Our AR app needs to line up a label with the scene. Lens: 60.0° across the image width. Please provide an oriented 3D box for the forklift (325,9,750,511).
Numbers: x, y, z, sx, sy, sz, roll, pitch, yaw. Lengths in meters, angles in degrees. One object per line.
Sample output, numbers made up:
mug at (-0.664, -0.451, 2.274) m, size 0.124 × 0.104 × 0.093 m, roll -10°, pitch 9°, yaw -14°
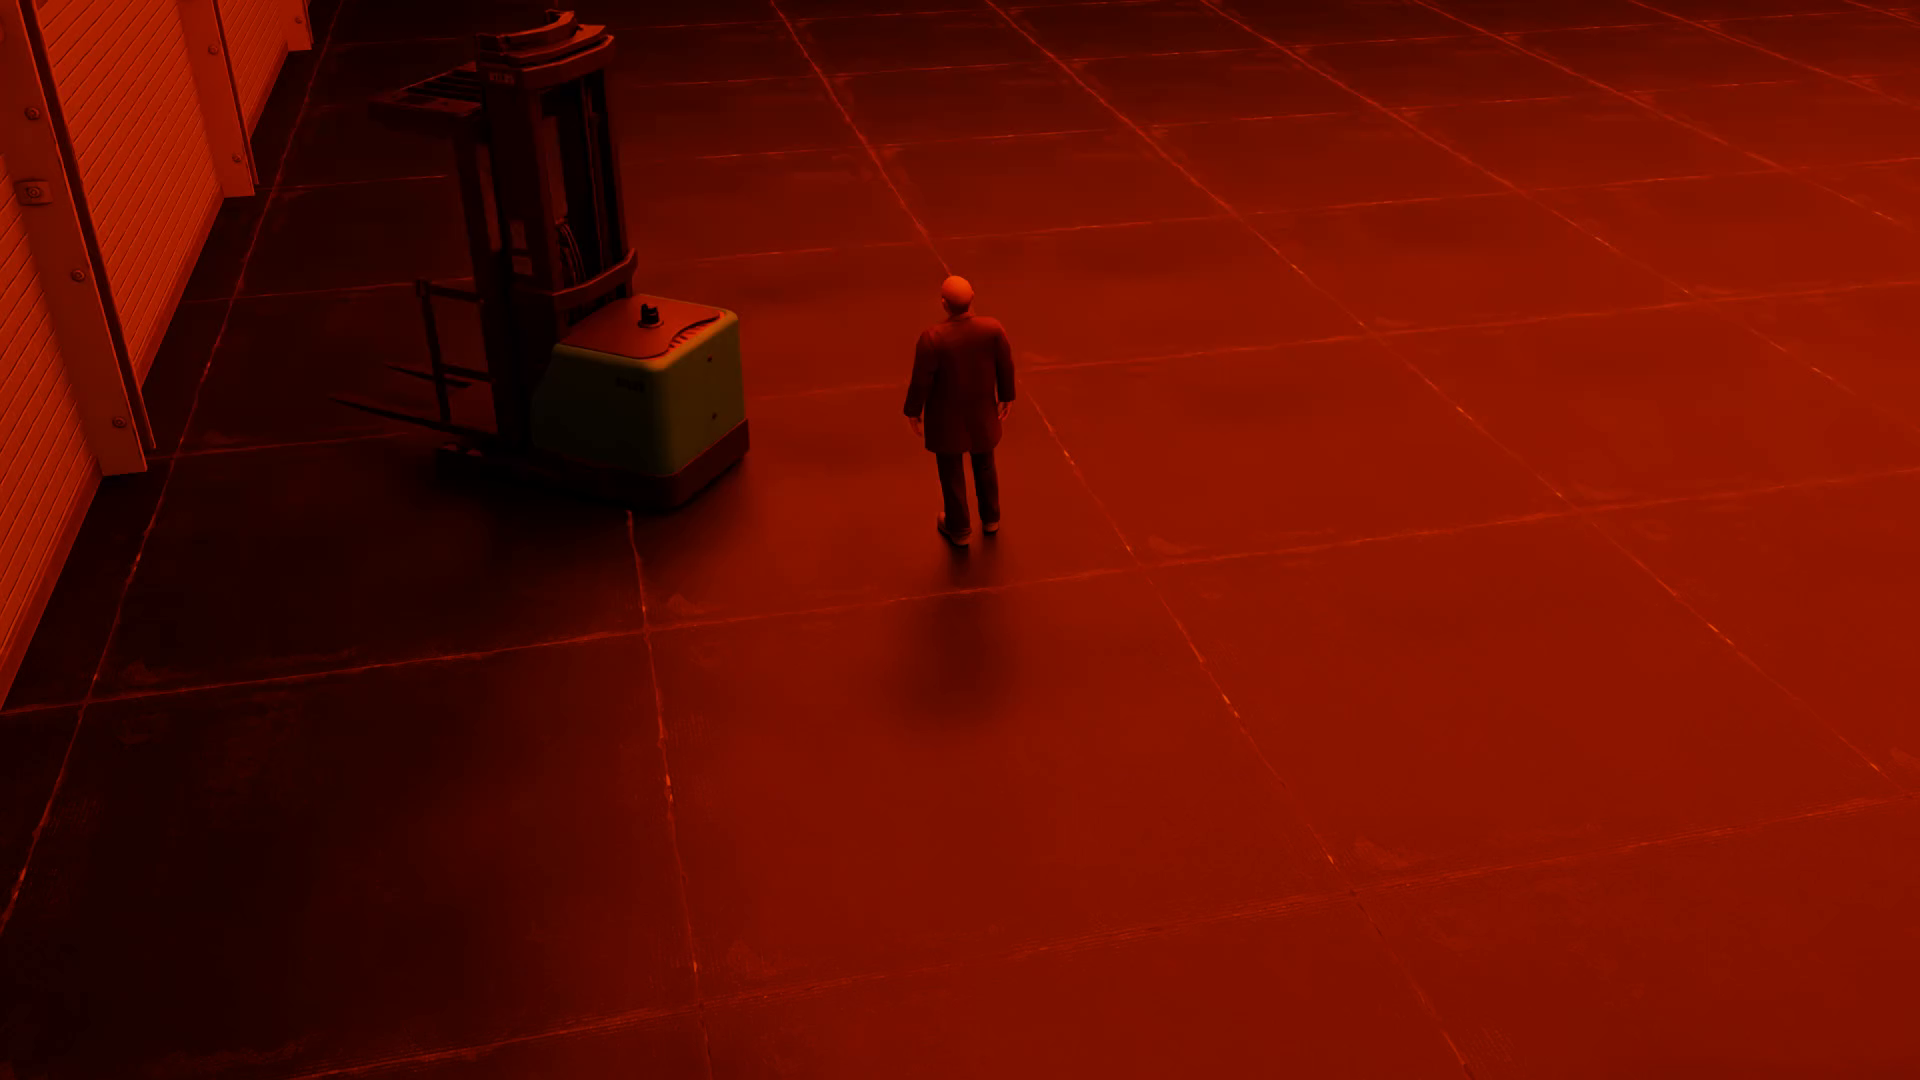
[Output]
forklift at (-3.007, -1.939, 10.925) m, size 3.031 × 2.935 × 1.130 m, roll 13°, pitch 32°, yaw 21°

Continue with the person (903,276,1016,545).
person at (-0.018, -0.821, 10.129) m, size 0.698 × 1.777 × 0.579 m, roll -7°, pitch 31°, yaw -12°
